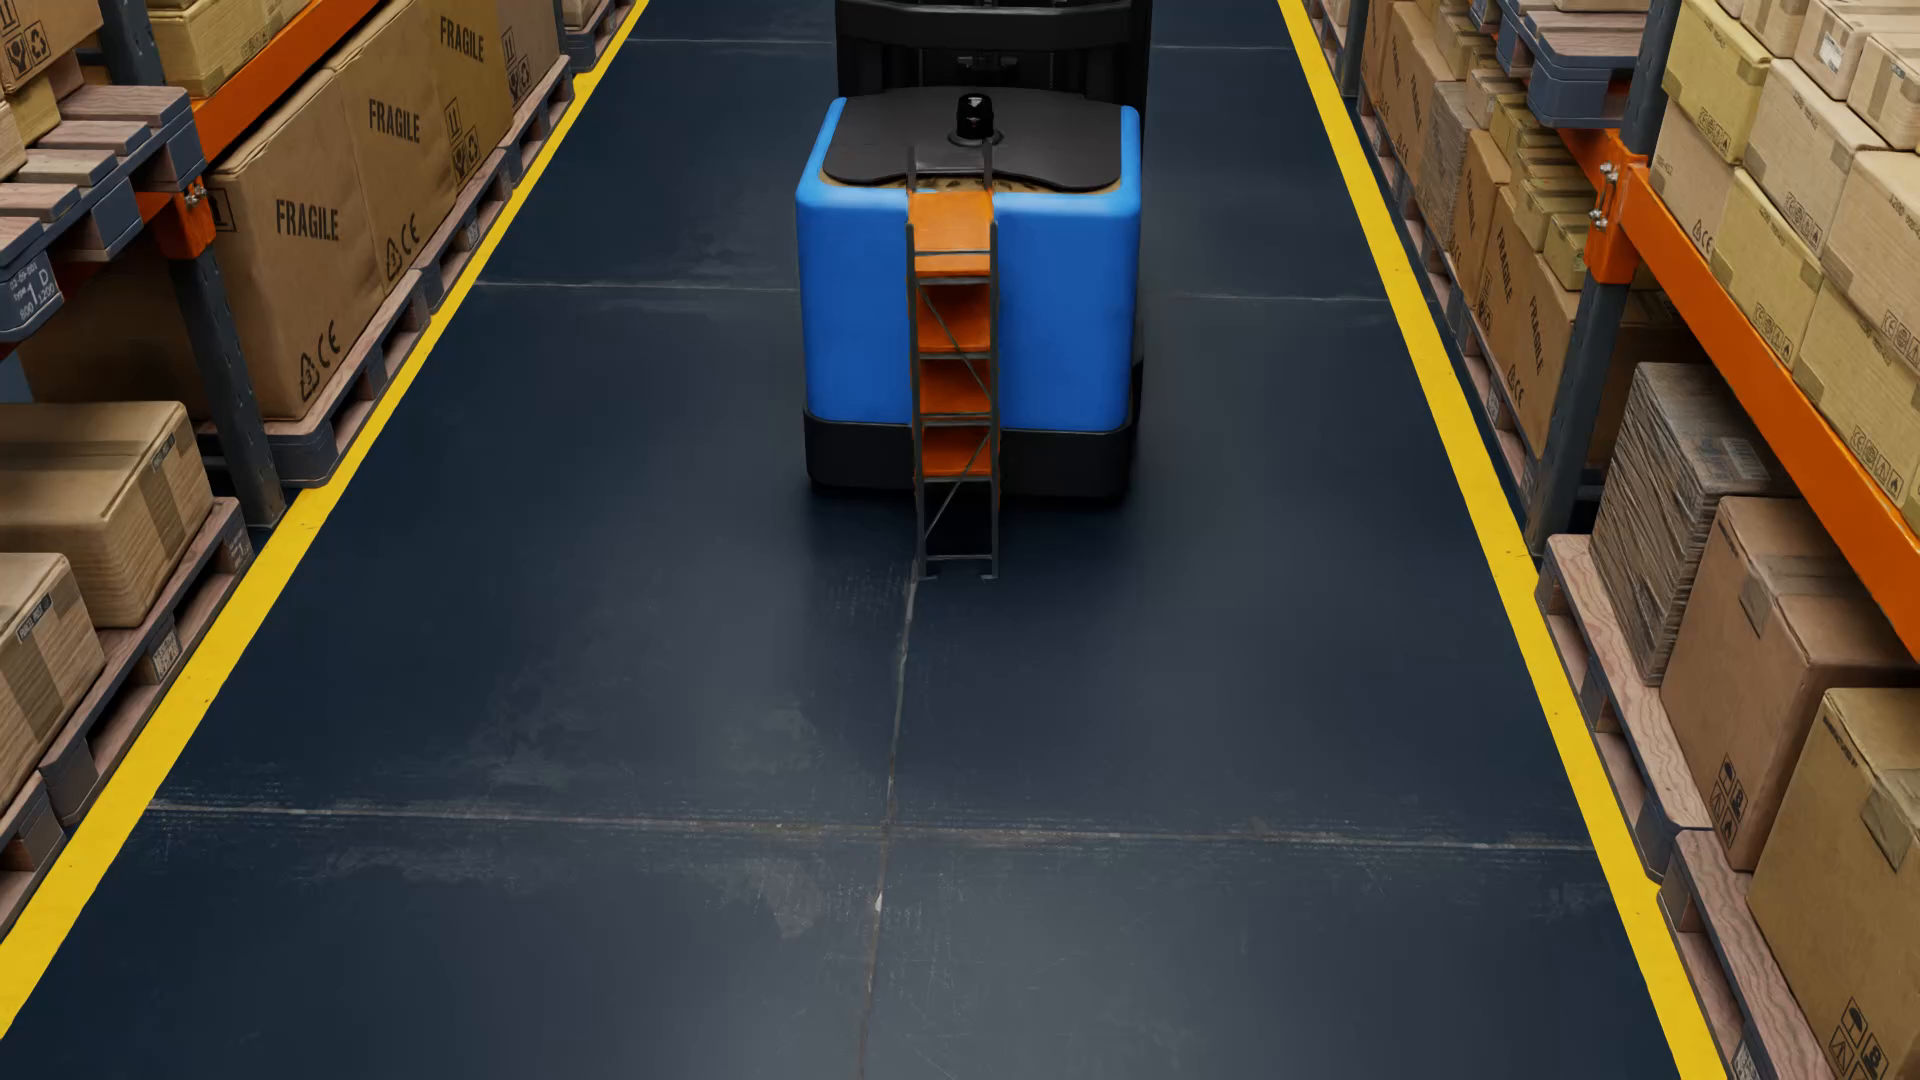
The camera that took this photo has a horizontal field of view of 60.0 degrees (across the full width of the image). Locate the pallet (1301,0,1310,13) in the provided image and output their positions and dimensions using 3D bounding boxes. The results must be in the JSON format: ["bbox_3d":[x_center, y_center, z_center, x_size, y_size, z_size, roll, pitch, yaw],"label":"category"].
[{"bbox_3d":[2.514,-3.445,9.968,1.003,0.211,1.213,1,35,2],"label":"pallet"}]

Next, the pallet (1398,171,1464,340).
[{"bbox_3d":[2.398,-1.176,6.740,1.003,0.211,1.213,1,35,2],"label":"pallet"}]

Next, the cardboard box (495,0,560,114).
[{"bbox_3d":[-2.466,-2.545,7.745,0.875,0.875,0.875,2,35,3],"label":"cardboard box"}]

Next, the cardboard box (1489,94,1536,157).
[{"bbox_3d":[2.145,-1.496,6.014,0.380,0.149,0.250,1,35,1],"label":"cardboard box"}]

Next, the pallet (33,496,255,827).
[{"bbox_3d":[-2.714,0.287,4.658,1.003,0.211,1.213,1,35,2],"label":"pallet"}]

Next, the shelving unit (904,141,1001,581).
[{"bbox_3d":[-0.016,-0.504,4.897,0.258,1.200,0.503,-1,38,0],"label":"shelving unit"}]

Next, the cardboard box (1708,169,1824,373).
[{"bbox_3d":[1.991,-0.591,3.612,0.500,0.250,0.500,1,35,1],"label":"cardboard box"}]

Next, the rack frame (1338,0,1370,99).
[{"bbox_3d":[2.439,-3.488,7.605,1.000,3.000,0.127,1,35,2],"label":"rack frame"}]

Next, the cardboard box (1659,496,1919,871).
[{"bbox_3d":[2.221,0.343,3.853,0.875,0.625,0.625,2,35,3],"label":"cardboard box"}]

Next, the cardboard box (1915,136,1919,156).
[{"bbox_3d":[1.999,-0.723,3.019,0.380,0.149,0.250,2,35,2],"label":"cardboard box"}]

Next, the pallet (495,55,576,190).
[{"bbox_3d":[-2.476,-2.015,7.933,1.003,0.211,1.213,1,35,2],"label":"pallet"}]

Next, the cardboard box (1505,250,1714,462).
[{"bbox_3d":[2.081,-0.587,5.285,0.500,0.500,0.500,2,35,3],"label":"cardboard box"}]

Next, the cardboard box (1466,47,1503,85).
[{"bbox_3d":[2.187,-1.795,6.440,0.380,0.149,0.250,1,35,2],"label":"cardboard box"}]

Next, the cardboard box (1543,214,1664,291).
[{"bbox_3d":[2.045,-0.894,5.158,0.380,0.149,0.250,0,35,0],"label":"cardboard box"}]

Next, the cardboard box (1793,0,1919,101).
[{"bbox_3d":[1.977,-1.018,3.439,0.380,0.149,0.250,2,35,3],"label":"cardboard box"}]

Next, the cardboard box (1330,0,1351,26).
[{"bbox_3d":[2.168,-2.820,8.769,0.380,0.149,0.250,0,35,0],"label":"cardboard box"}]

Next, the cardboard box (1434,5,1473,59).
[{"bbox_3d":[2.181,-2.094,6.865,0.380,0.149,0.250,1,35,2],"label":"cardboard box"}]

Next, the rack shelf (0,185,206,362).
[{"bbox_3d":[-2.762,0.141,3.067,1.077,0.370,4.000,1,35,2],"label":"rack shelf"}]

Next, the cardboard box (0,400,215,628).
[{"bbox_3d":[-2.714,-0.075,4.668,0.950,0.372,0.625,-1,35,-1],"label":"cardboard box"}]

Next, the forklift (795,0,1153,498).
[{"bbox_3d":[0.135,-2.162,5.777,1.130,2.935,3.031,3,35,4],"label":"forklift"}]

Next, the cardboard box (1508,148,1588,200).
[{"bbox_3d":[2.080,-1.202,5.596,0.380,0.149,0.250,0,35,0],"label":"cardboard box"}]

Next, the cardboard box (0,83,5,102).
[{"bbox_3d":[-2.432,-1.072,3.456,0.500,0.500,0.500,1,35,1],"label":"cardboard box"}]

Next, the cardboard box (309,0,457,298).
[{"bbox_3d":[-2.531,-1.512,6.276,0.875,0.875,0.875,2,35,2],"label":"cardboard box"}]

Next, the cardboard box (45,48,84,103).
[{"bbox_3d":[-2.459,-1.178,4.170,0.380,0.149,0.250,3,35,4],"label":"cardboard box"}]

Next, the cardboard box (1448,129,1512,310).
[{"bbox_3d":[2.130,-1.175,6.122,0.500,0.500,0.500,3,35,4],"label":"cardboard box"}]

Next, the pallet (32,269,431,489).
[{"bbox_3d":[-2.574,-0.613,5.938,1.003,0.211,1.213,1,35,2],"label":"pallet"}]

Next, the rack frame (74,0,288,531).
[{"bbox_3d":[-2.681,-1.303,4.495,1.000,3.000,0.127,1,35,2],"label":"rack frame"}]

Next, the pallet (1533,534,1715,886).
[{"bbox_3d":[2.206,0.423,4.465,1.003,0.211,1.213,1,35,2],"label":"pallet"}]

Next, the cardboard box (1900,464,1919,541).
[{"bbox_3d":[1.955,0.004,2.767,0.500,0.250,0.500,2,35,3],"label":"cardboard box"}]

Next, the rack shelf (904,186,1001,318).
[{"bbox_3d":[-0.022,-0.812,4.653,0.258,0.148,0.480,-1,38,0],"label":"rack shelf"}]

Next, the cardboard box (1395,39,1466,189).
[{"bbox_3d":[2.159,-1.772,6.971,0.500,0.500,0.500,0,35,0],"label":"cardboard box"}]

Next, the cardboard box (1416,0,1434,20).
[{"bbox_3d":[2.226,-2.394,7.292,0.380,0.149,0.250,0,35,-1],"label":"cardboard box"}]

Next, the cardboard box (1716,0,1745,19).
[{"bbox_3d":[1.971,-1.320,3.868,0.380,0.149,0.250,2,35,3],"label":"cardboard box"}]

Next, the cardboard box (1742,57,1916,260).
[{"bbox_3d":[1.995,-0.796,3.470,0.500,0.250,0.500,2,35,3],"label":"cardboard box"}]

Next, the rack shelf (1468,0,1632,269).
[{"bbox_3d":[2.359,-2.045,6.176,1.077,0.370,4.000,1,35,2],"label":"rack shelf"}]

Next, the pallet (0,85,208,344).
[{"bbox_3d":[-2.604,-0.812,3.964,1.213,0.211,1.003,1,35,2],"label":"pallet"}]

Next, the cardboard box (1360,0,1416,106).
[{"bbox_3d":[2.195,-2.365,7.815,0.500,0.500,0.500,3,35,4],"label":"cardboard box"}]

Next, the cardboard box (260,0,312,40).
[{"bbox_3d":[-2.407,-1.812,5.350,0.500,0.250,0.500,0,35,1],"label":"cardboard box"}]

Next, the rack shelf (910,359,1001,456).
[{"bbox_3d":[-0.015,-0.451,4.938,0.258,0.148,0.480,-1,38,0],"label":"rack shelf"}]

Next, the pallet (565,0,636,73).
[{"bbox_3d":[-2.412,-2.895,9.186,1.003,0.211,1.213,1,35,2],"label":"pallet"}]

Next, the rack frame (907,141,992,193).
[{"bbox_3d":[-0.020,-0.655,5.088,0.240,1.200,0.015,-1,38,0],"label":"rack frame"}]

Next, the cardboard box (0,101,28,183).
[{"bbox_3d":[-2.363,-0.876,3.741,0.380,0.149,0.250,1,35,1],"label":"cardboard box"}]

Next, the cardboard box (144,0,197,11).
[{"bbox_3d":[-2.414,-1.731,4.800,0.500,0.250,0.500,1,35,2],"label":"cardboard box"}]
